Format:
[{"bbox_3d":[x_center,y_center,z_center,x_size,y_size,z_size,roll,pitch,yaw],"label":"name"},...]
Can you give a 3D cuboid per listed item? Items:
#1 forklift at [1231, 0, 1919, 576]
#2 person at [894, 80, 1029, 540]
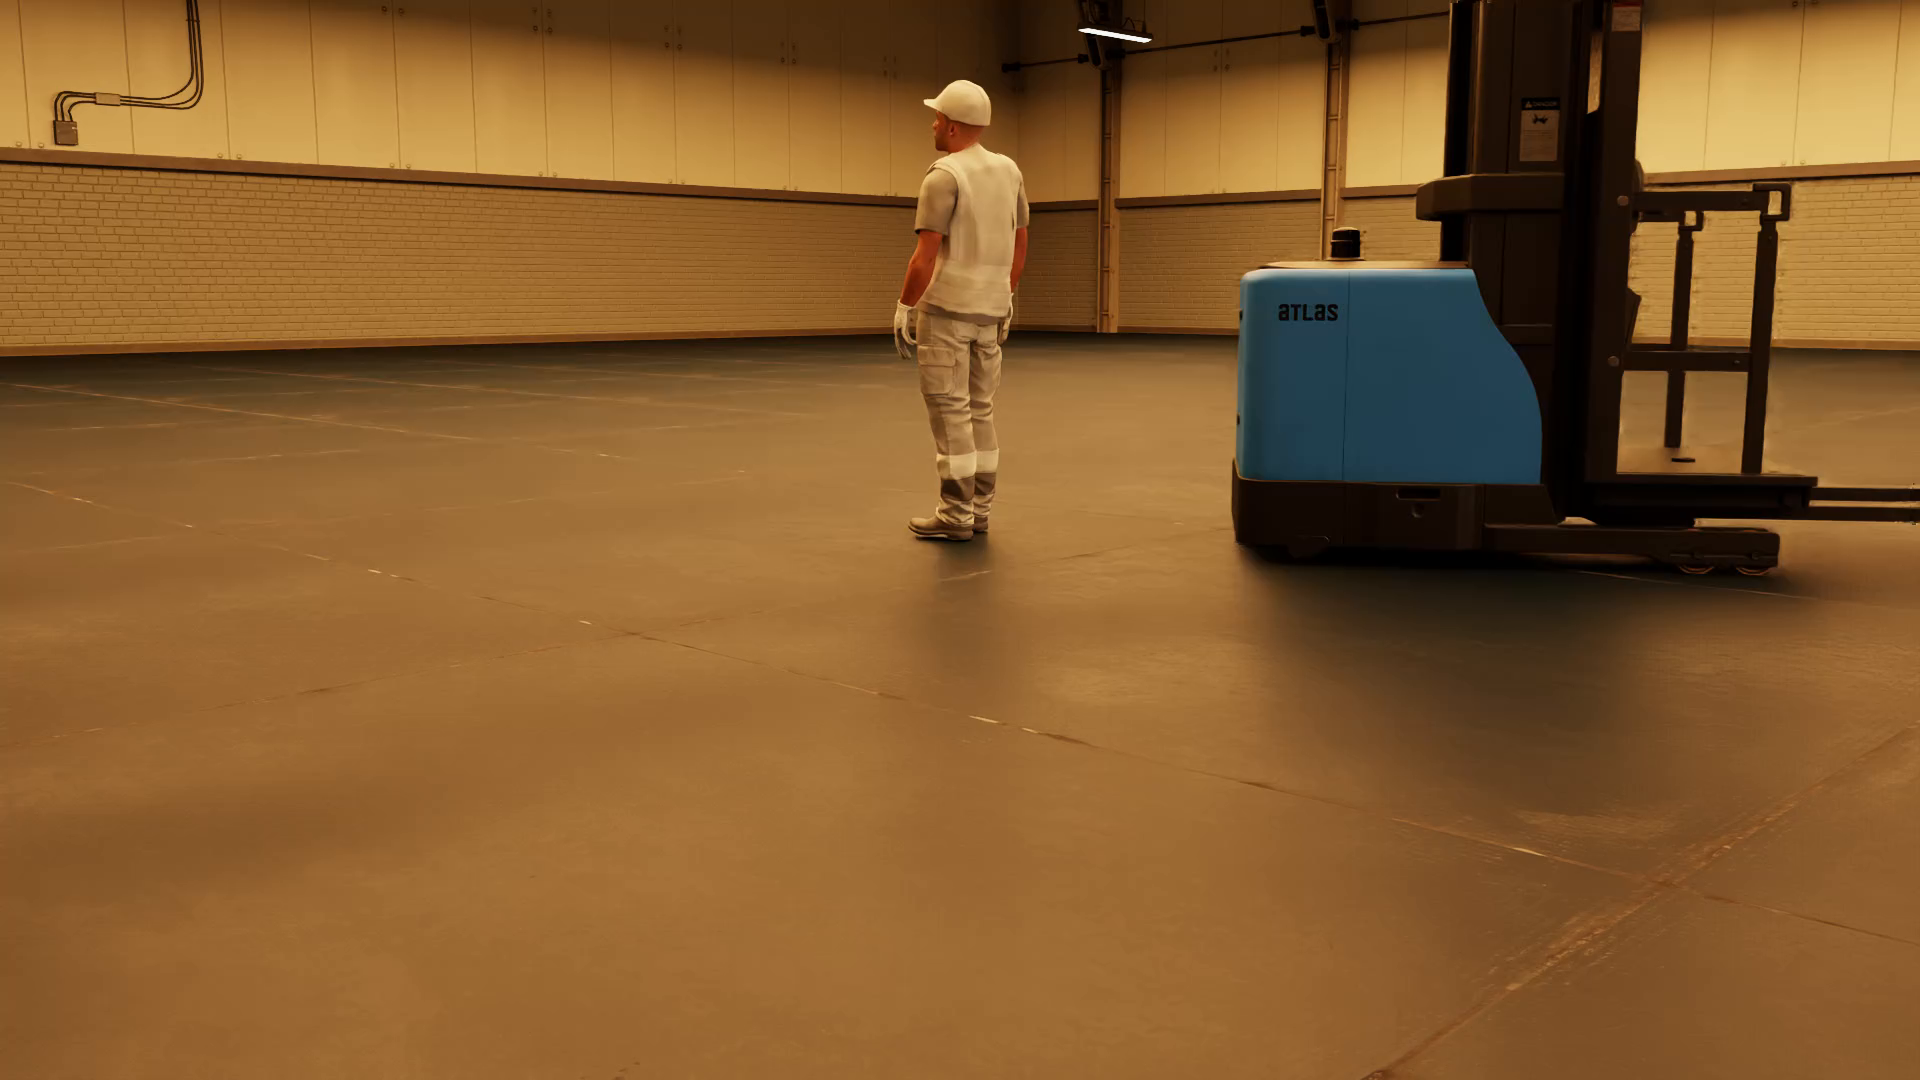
[{"bbox_3d":[2.592,-1.406,6.212,3.031,2.935,1.130,1,9,8],"label":"forklift"},{"bbox_3d":[-0.049,-0.902,6.647,0.563,1.788,0.638,8,12,43],"label":"person"}]
